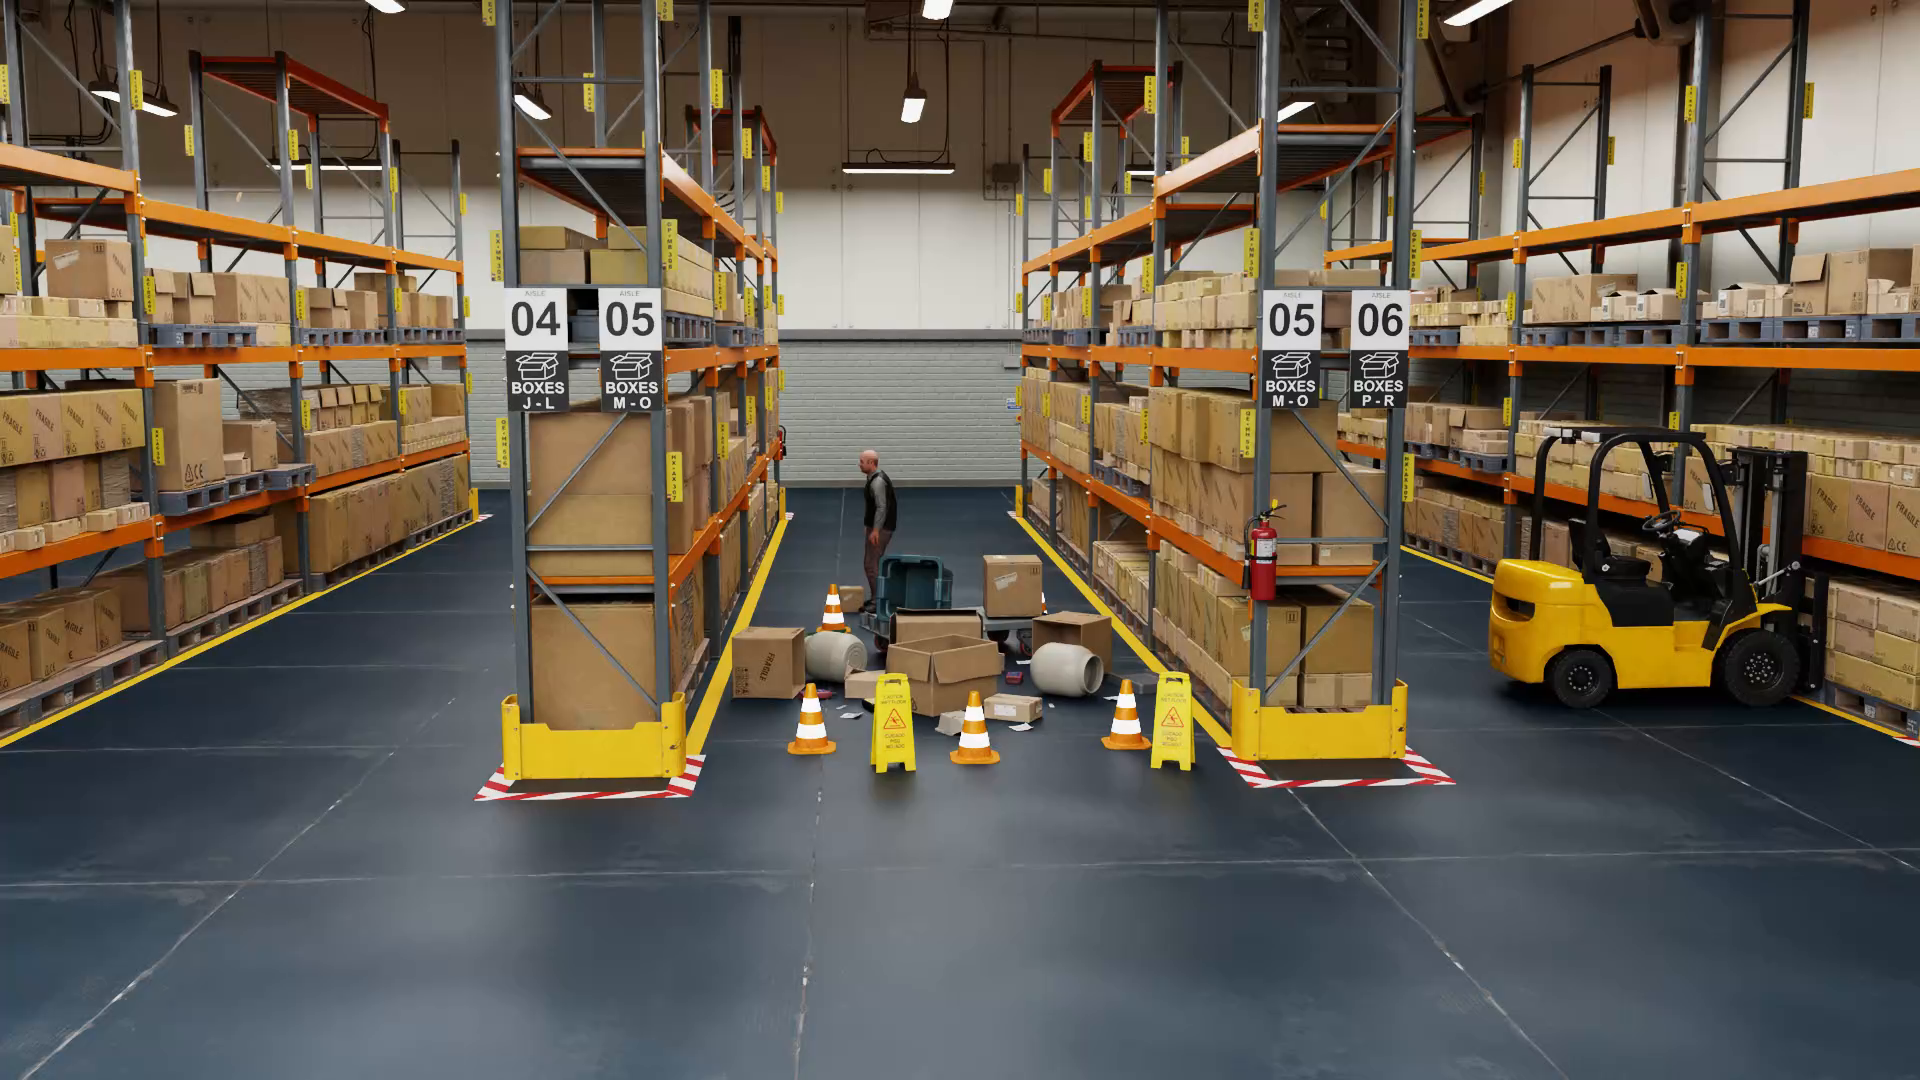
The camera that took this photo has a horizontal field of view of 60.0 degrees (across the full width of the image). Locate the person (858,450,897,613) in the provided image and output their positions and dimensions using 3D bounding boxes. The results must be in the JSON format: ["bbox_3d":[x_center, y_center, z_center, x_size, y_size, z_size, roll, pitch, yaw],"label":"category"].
[{"bbox_3d":[-0.882,-0.101,17.697,0.426,1.719,0.578,-1,7,-6],"label":"person"}]
